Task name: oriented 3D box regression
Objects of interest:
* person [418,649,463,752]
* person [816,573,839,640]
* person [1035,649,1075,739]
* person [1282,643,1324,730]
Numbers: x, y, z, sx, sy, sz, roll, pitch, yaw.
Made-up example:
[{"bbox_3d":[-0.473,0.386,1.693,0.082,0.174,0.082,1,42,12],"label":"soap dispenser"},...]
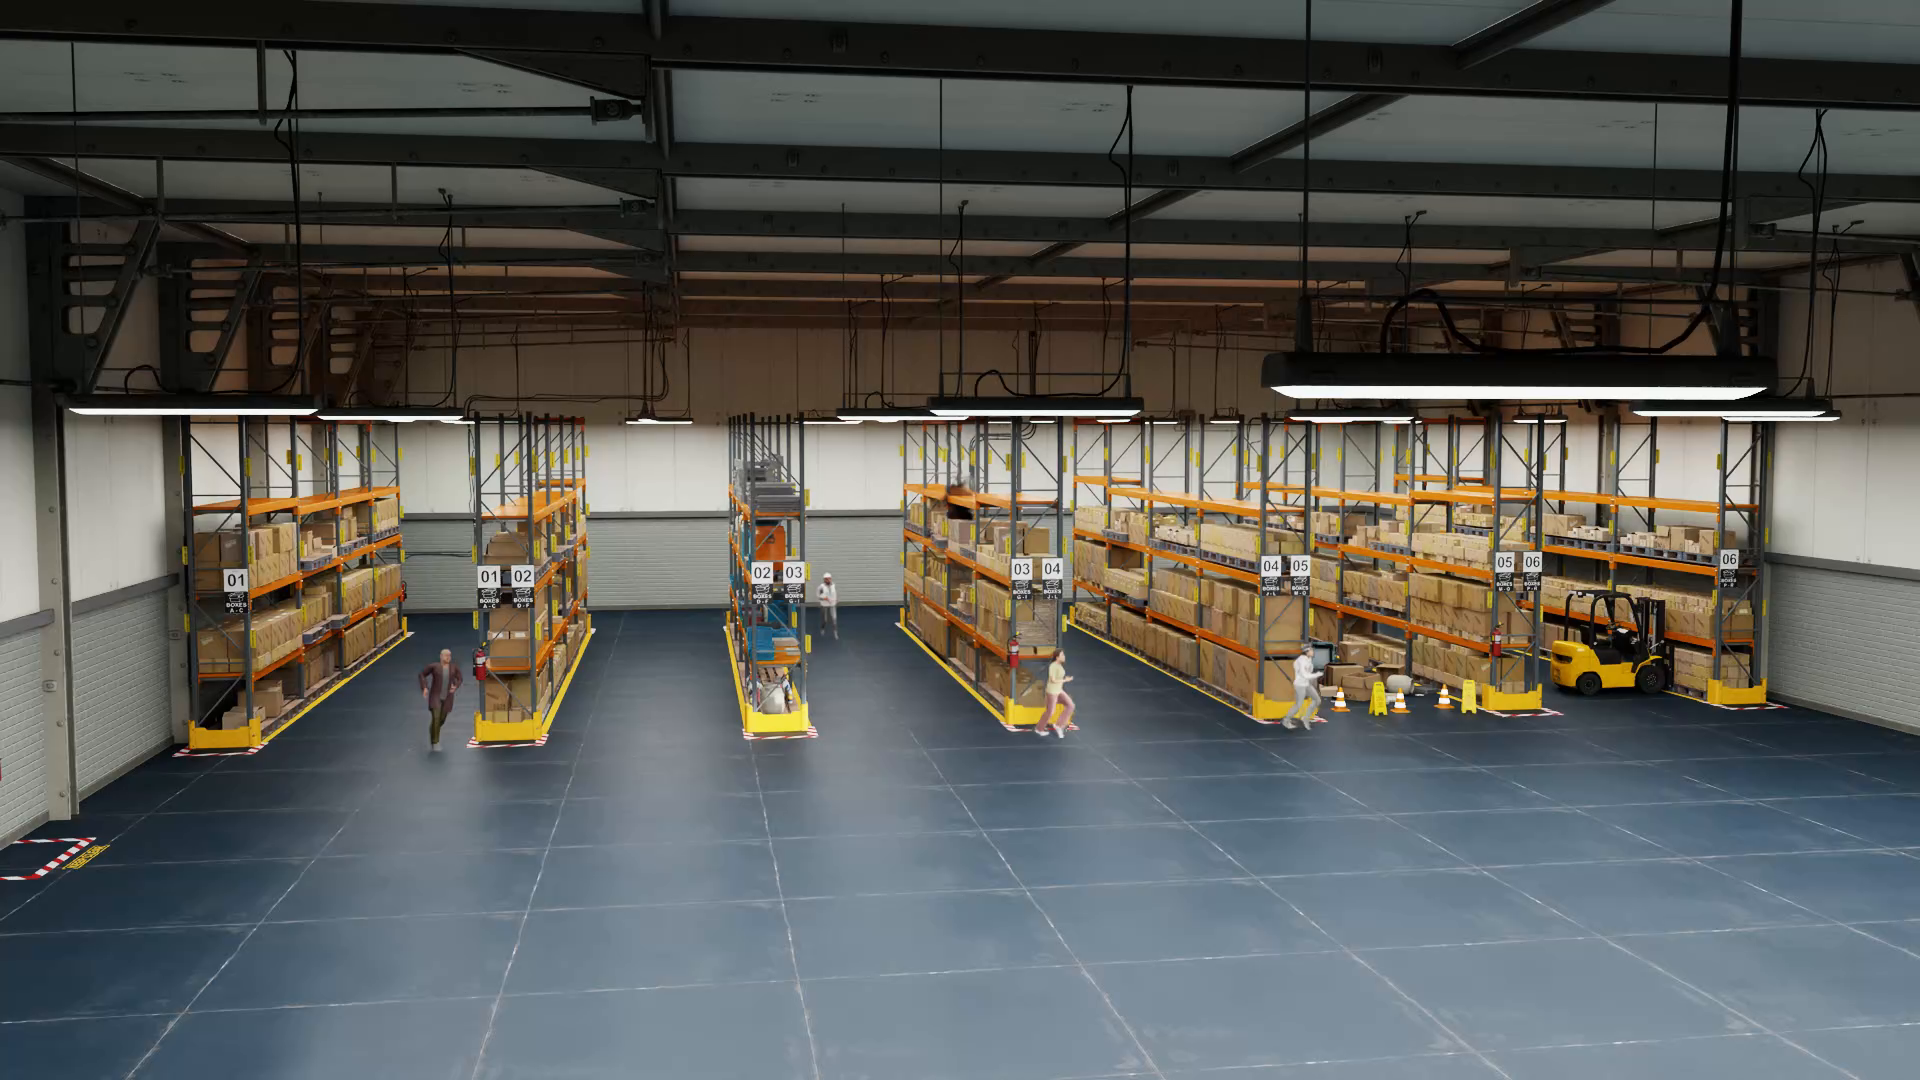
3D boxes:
[{"bbox_3d":[-9.284,2.839,29.800,0.744,1.773,0.953,-2,5,-32],"label":"person"},{"bbox_3d":[-3.554,1.765,44.759,0.671,1.760,1.024,-2,4,-24],"label":"person"},{"bbox_3d":[1.725,2.859,30.493,0.781,1.561,0.604,2,4,25],"label":"person"},{"bbox_3d":[6.449,2.750,31.258,0.780,1.666,0.642,2,4,22],"label":"person"}]
